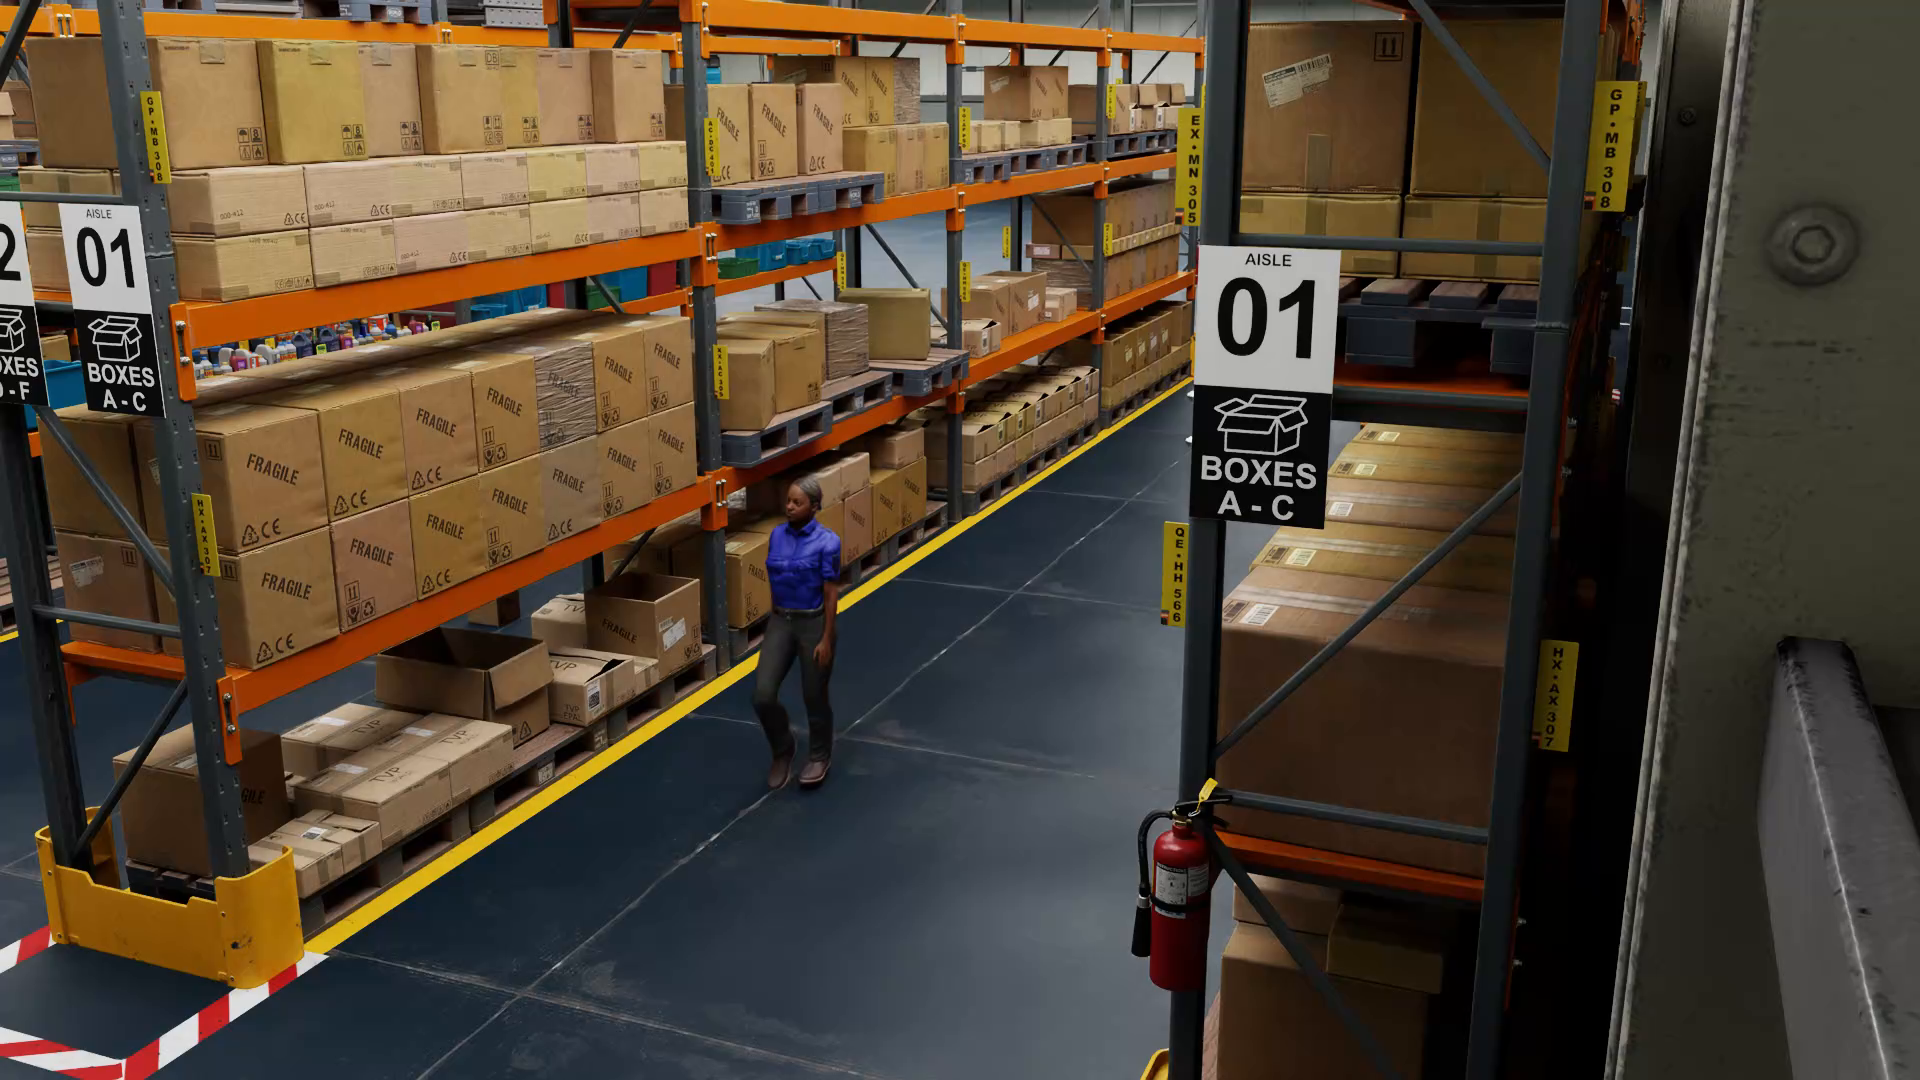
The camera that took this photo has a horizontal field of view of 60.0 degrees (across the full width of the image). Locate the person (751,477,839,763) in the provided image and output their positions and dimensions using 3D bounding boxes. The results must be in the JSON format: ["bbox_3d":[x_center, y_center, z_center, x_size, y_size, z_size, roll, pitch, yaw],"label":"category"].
[{"bbox_3d":[-0.844,0.460,8.658,0.447,1.574,0.454,6,17,20],"label":"person"}]
